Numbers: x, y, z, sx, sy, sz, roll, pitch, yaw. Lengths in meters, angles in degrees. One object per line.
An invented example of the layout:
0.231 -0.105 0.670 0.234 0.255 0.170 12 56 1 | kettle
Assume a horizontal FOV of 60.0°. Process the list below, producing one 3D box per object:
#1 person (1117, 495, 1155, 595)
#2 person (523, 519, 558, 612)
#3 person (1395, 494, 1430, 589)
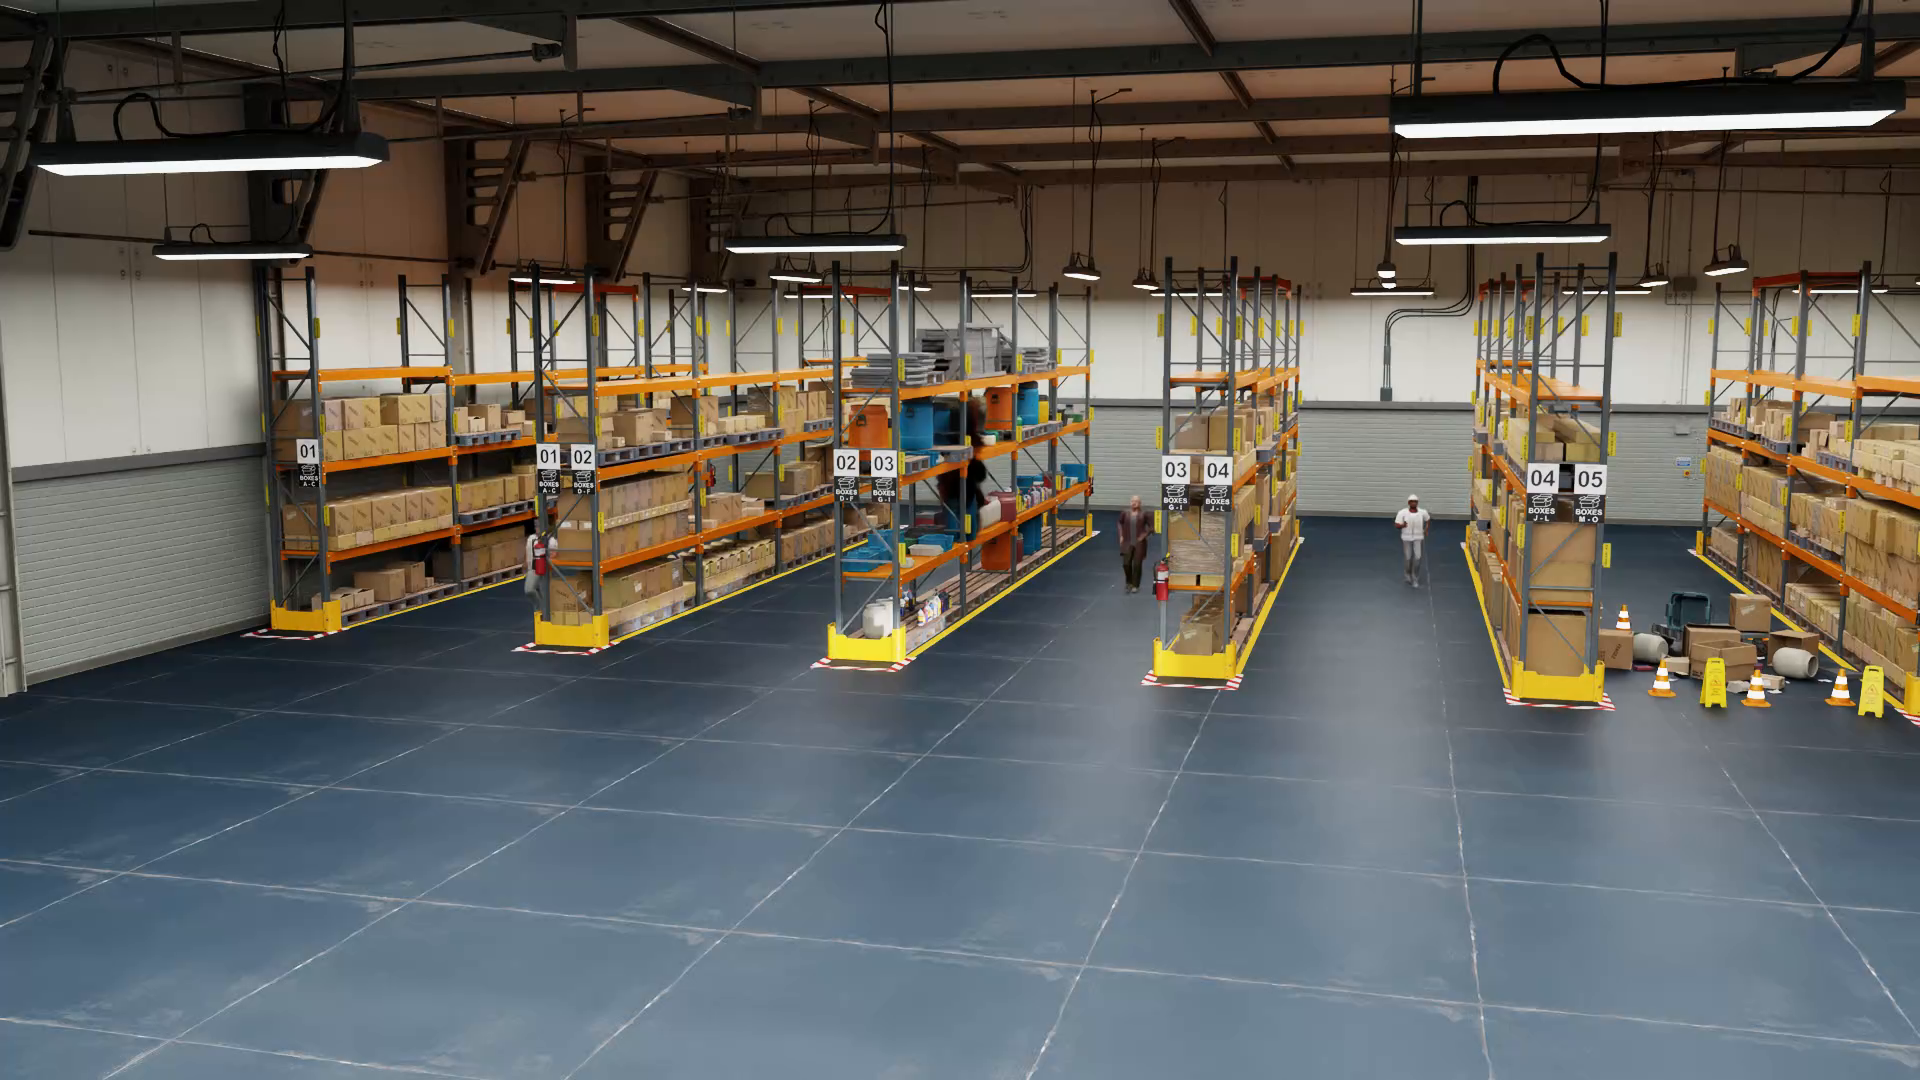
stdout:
3.109 0.104 29.617 0.717 1.795 0.644 2 7 14 | person
-7.269 0.500 28.679 0.651 1.740 0.602 1 7 9 | person
8.811 0.022 32.402 0.674 1.821 0.729 2 7 14 | person
